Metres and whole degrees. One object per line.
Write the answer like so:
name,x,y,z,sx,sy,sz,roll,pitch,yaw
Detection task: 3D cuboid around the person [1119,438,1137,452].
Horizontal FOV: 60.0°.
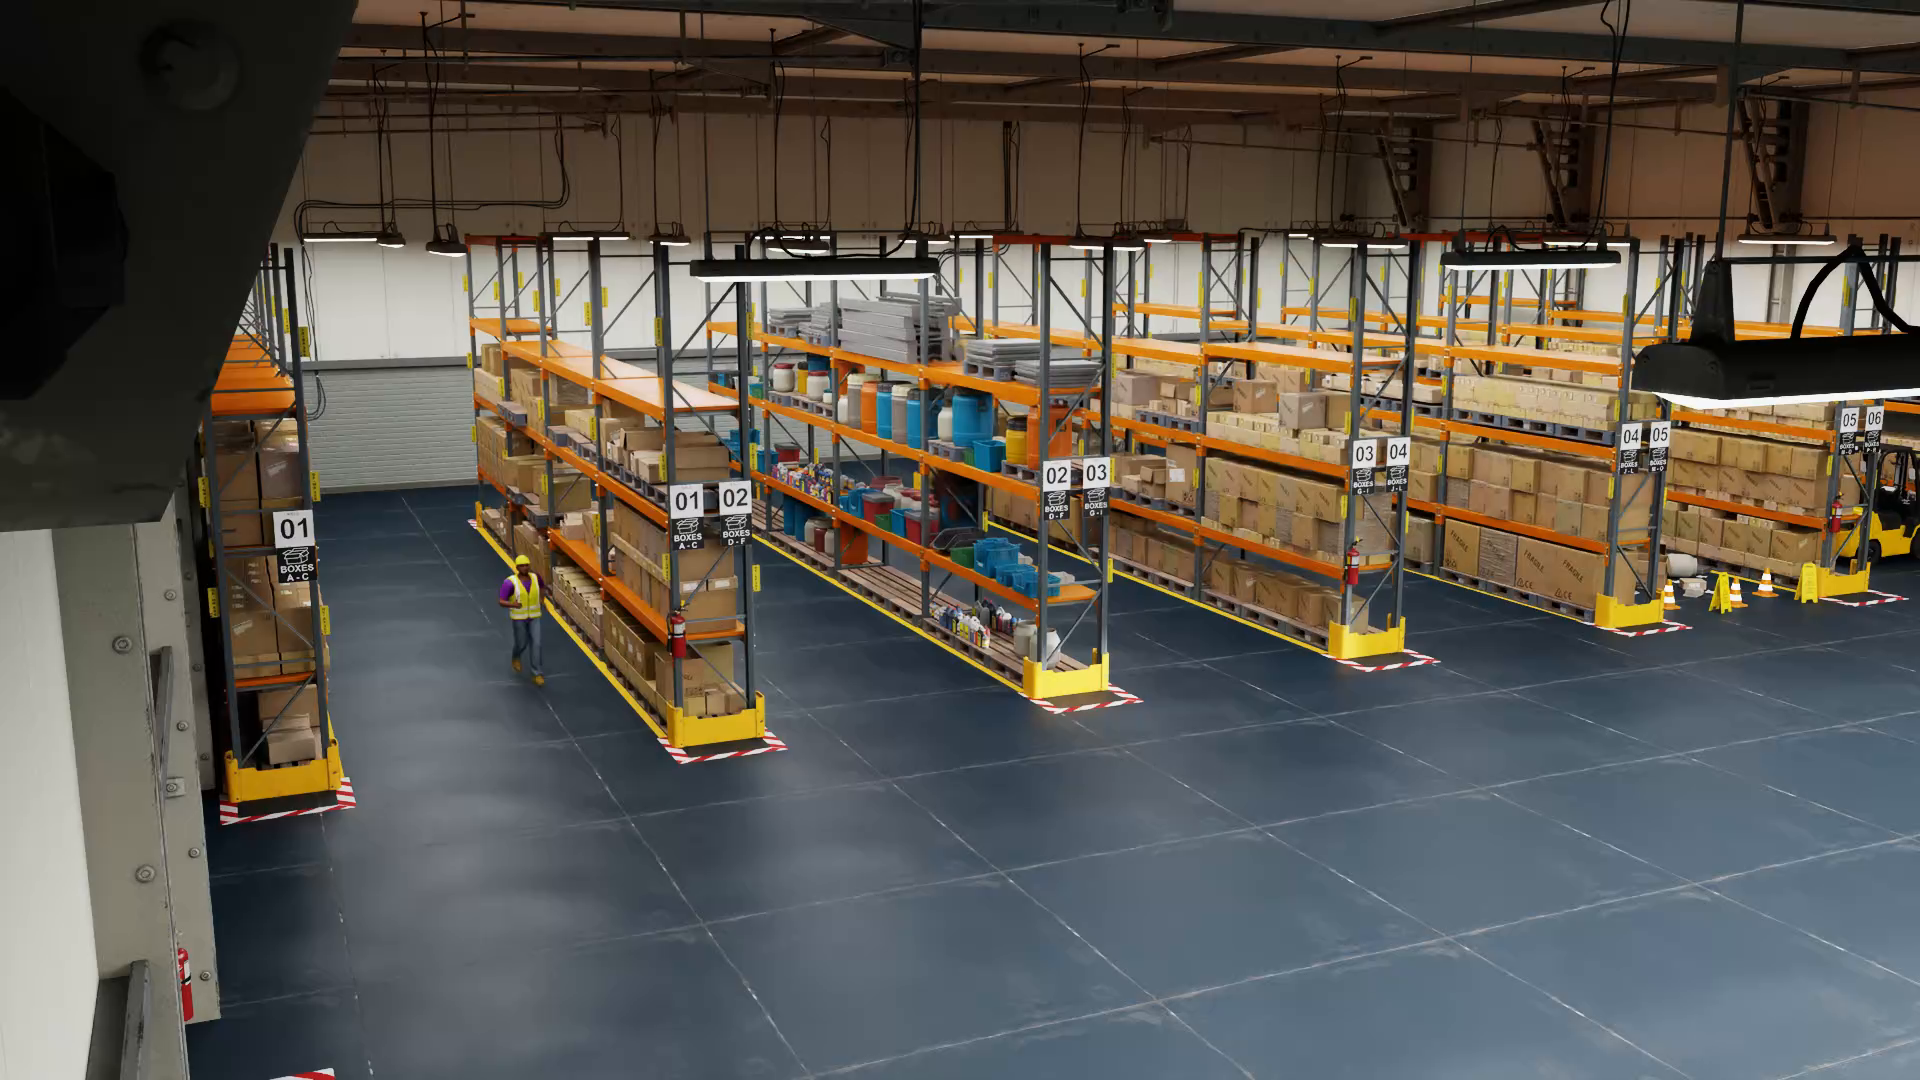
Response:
person,4.234,-2.490,41.741,0.517,1.597,0.596,2,11,11

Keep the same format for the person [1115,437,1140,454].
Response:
person,4.314,-2.608,42.184,0.769,1.755,0.641,-5,12,-25

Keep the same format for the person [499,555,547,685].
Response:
person,-5.954,1.065,22.812,0.703,1.739,1.007,-7,13,-31
